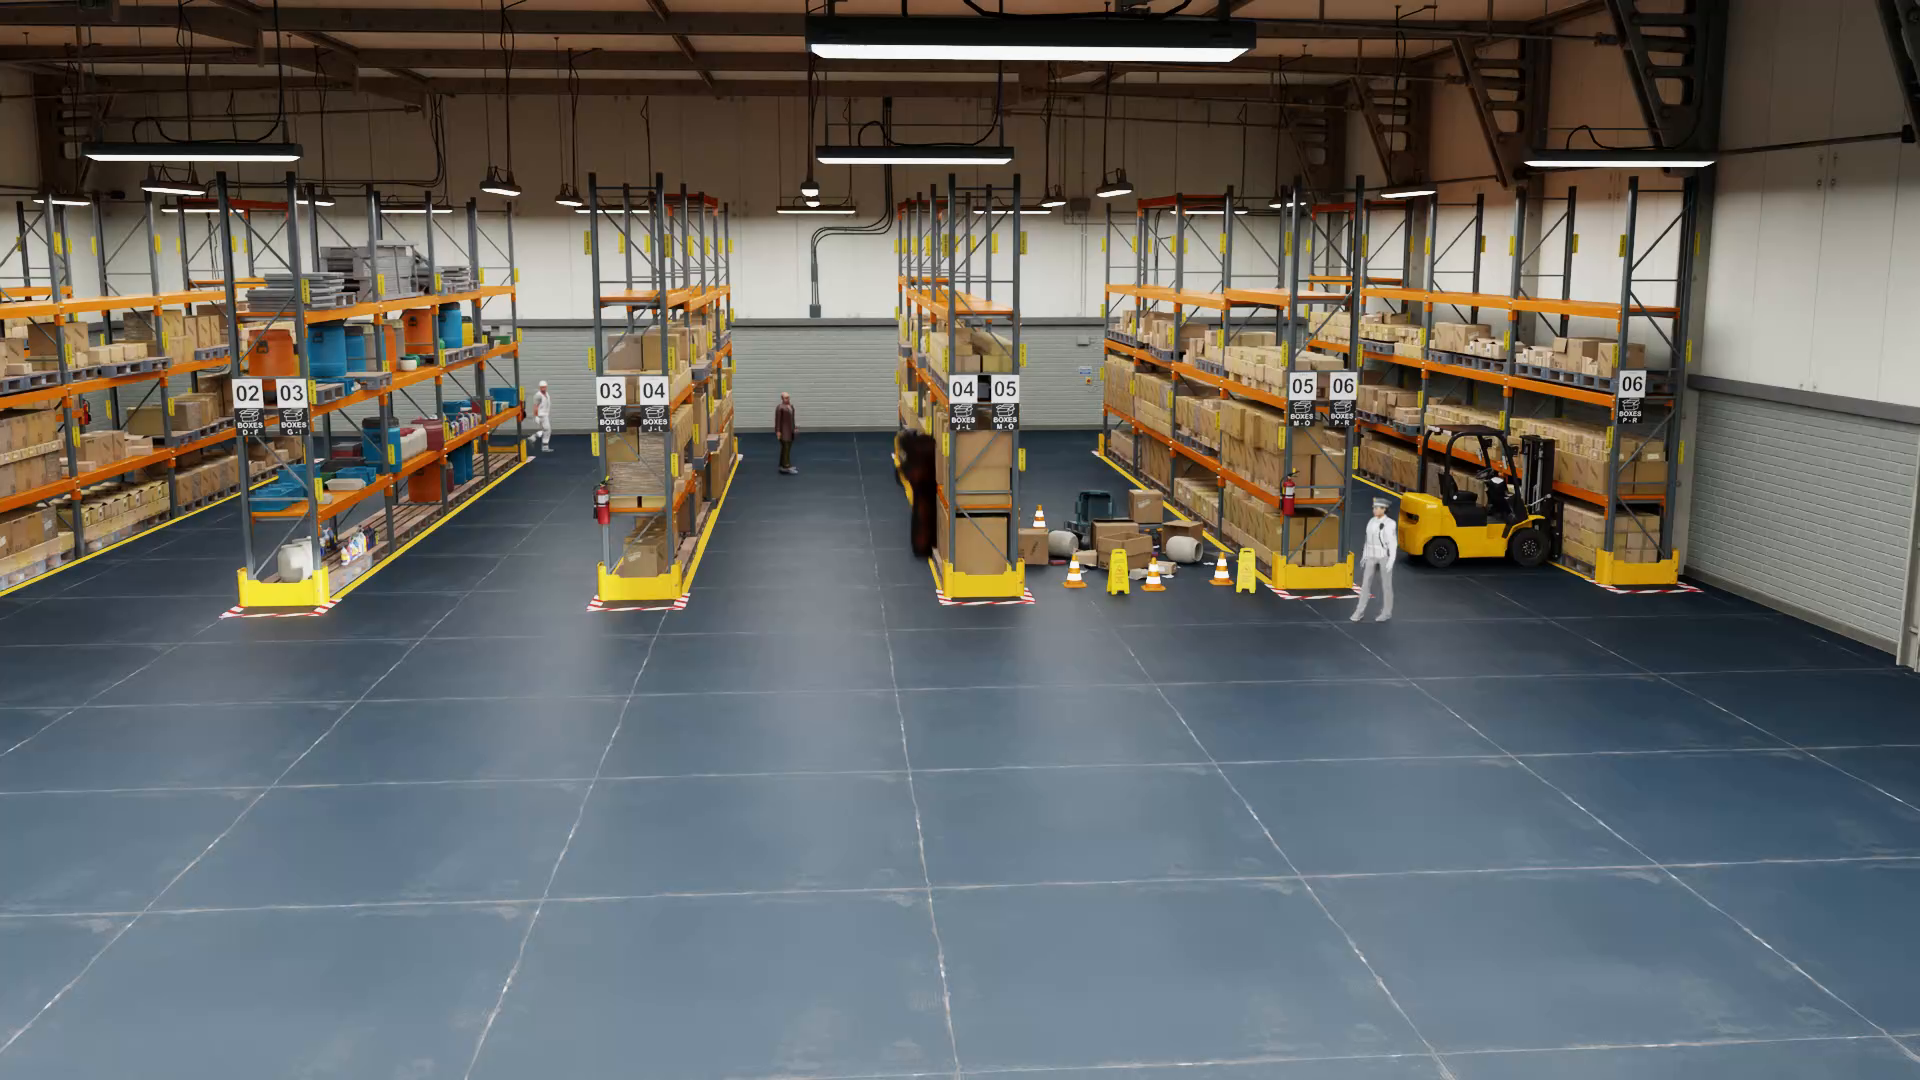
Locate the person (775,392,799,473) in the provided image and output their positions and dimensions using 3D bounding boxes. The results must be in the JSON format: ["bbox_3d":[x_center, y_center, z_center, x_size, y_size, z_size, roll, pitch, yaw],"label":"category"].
[{"bbox_3d":[-3.829,-2.424,37.347,0.588,1.803,0.624,4,11,23],"label":"person"}]

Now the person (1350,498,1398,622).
[{"bbox_3d":[5.595,0.269,22.404,0.554,1.696,0.523,-7,12,-34],"label":"person"}]

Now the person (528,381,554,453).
[{"bbox_3d":[-10.268,-3.016,40.628,0.641,1.757,0.559,-1,10,-7],"label":"person"}]
